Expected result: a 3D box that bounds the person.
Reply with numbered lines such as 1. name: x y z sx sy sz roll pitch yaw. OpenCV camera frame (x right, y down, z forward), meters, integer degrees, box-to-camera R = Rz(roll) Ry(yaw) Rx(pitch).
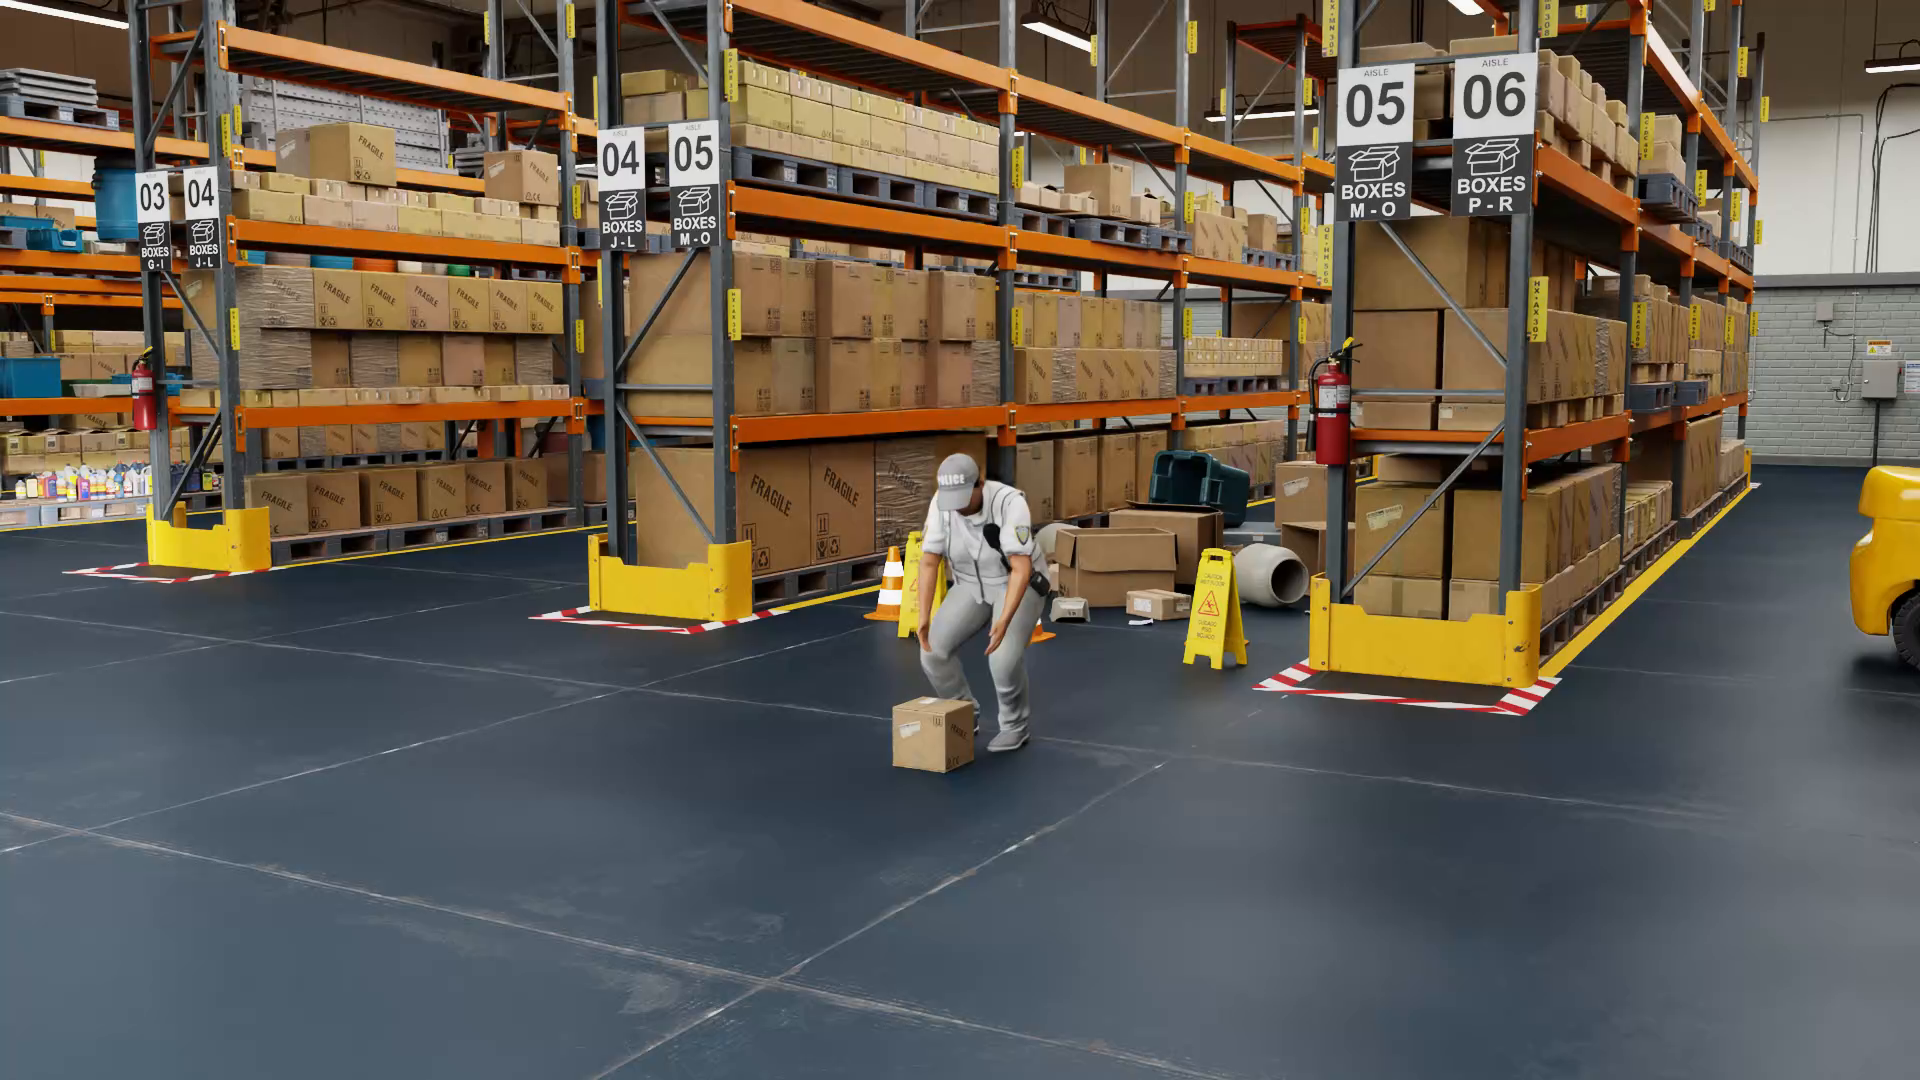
1. person: 0.113 0.260 7.214 0.537 1.294 0.773 3 7 29
